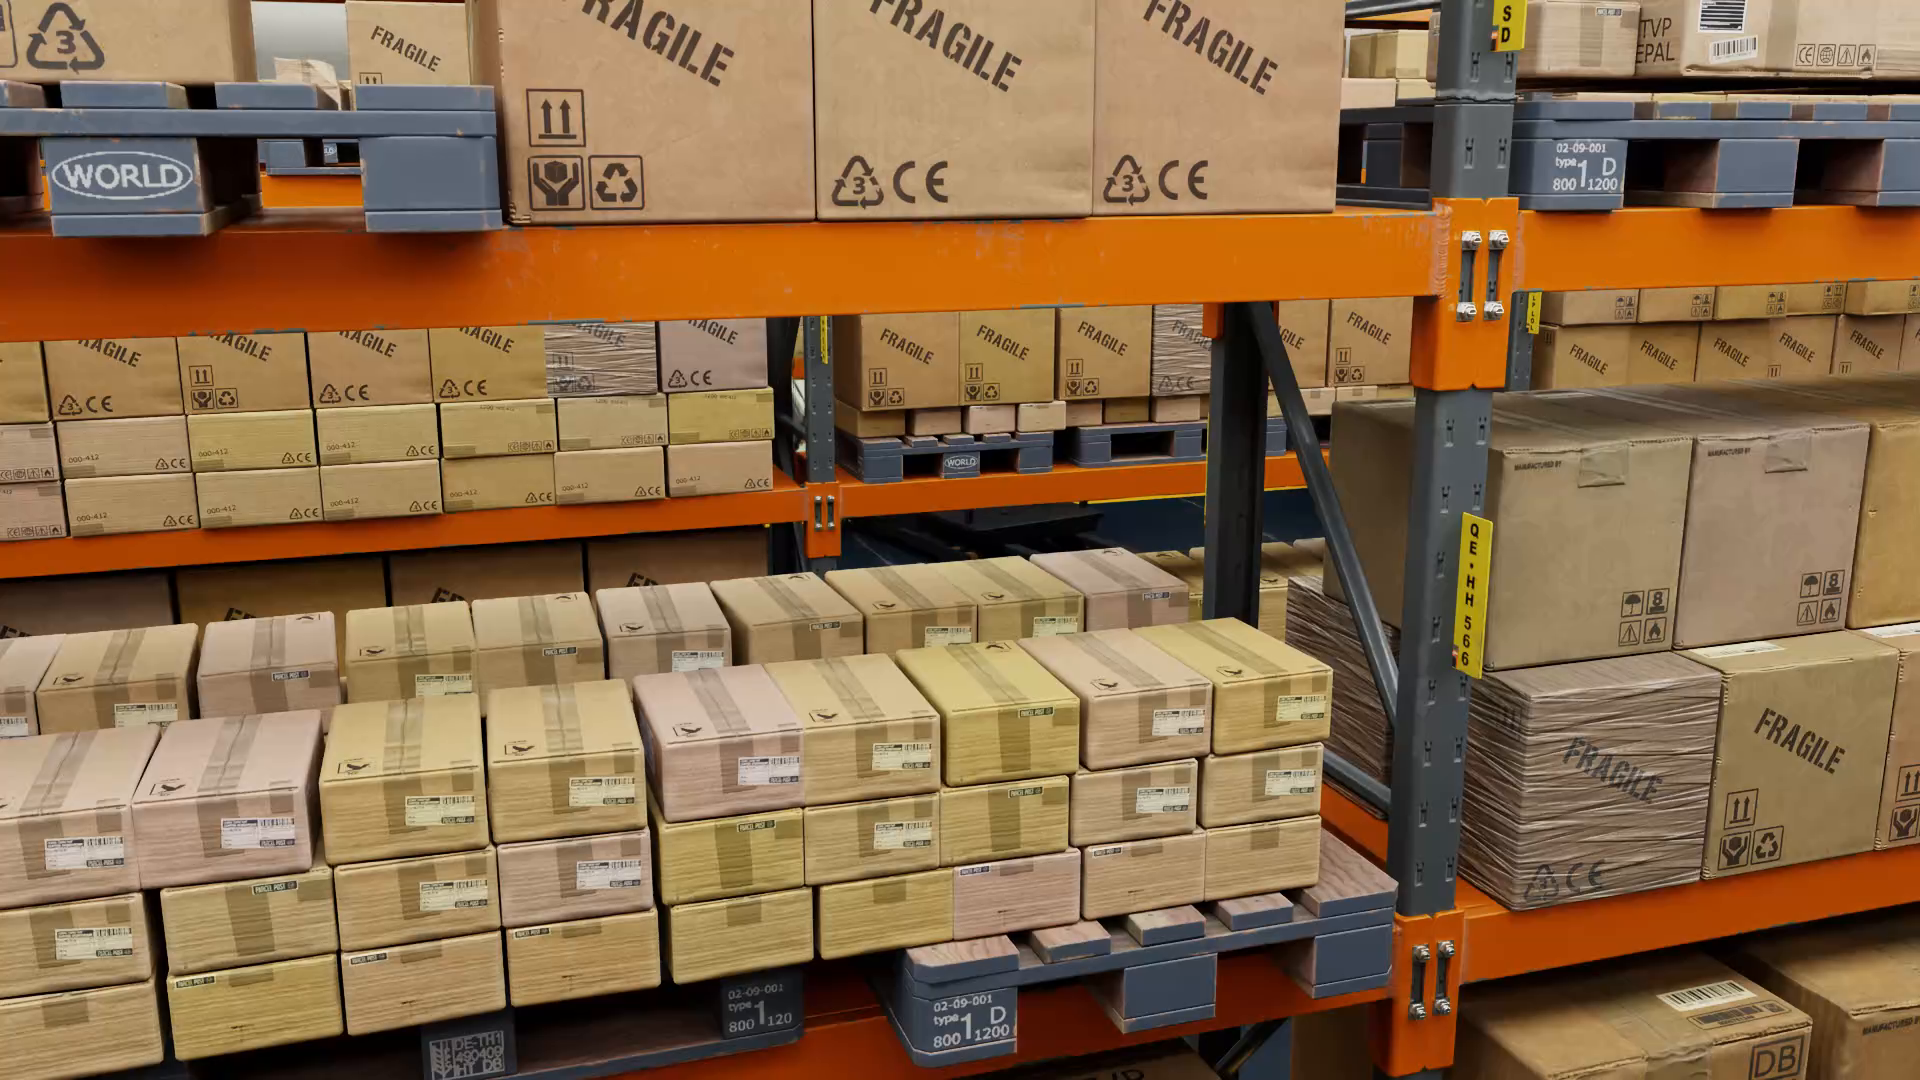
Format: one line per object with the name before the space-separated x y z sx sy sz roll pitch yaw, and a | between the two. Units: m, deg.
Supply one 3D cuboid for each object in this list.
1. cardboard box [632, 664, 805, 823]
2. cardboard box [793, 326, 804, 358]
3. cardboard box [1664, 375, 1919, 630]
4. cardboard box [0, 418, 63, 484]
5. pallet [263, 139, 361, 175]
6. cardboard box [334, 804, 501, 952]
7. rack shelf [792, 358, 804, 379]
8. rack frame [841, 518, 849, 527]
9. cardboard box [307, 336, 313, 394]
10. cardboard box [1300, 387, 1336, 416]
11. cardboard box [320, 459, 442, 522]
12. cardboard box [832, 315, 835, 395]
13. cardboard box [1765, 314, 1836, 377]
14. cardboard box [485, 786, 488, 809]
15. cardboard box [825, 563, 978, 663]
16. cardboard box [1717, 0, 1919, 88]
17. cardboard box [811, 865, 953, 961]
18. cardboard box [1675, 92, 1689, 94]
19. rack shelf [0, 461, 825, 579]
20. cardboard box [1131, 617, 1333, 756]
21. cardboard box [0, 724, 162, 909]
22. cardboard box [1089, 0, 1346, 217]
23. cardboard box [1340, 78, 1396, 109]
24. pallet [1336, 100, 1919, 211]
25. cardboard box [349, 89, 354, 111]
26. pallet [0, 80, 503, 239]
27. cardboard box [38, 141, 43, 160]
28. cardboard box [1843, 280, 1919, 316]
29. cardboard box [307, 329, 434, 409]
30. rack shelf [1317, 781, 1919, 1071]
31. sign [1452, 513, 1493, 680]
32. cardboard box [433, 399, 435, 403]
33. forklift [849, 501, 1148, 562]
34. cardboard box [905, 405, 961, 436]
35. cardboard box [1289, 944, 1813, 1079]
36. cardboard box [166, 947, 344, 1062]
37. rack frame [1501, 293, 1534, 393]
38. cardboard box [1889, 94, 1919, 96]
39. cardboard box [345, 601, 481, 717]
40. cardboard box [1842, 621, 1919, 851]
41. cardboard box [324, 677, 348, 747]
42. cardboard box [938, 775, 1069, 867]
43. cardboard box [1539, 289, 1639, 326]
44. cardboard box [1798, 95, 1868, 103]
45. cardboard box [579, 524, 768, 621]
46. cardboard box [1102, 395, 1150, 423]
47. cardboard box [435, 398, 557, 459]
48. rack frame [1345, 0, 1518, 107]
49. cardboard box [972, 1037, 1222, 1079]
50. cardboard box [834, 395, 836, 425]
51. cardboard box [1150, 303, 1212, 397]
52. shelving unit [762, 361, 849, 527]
cardboard box | -0.438 0.359 3.003 0.250 0.149 0.380 -4 14 -18
cardboard box | -1.435 -1.590 13.168 0.500 0.250 0.500 -5 14 -19
cardboard box | 2.242 -0.123 4.301 0.500 0.500 0.700 -5 14 -19
cardboard box | -4.109 -0.405 7.107 0.500 0.250 0.500 -5 14 -20
pallet | -2.477 -1.784 7.588 1.213 0.211 1.003 -4 14 -15
cardboard box | -0.940 0.543 2.869 0.250 0.149 0.380 -5 14 -19
rack shelf | -0.516 -1.445 13.791 4.000 0.370 1.077 -4 14 -18
rack frame | -0.734 -0.731 12.532 0.023 1.500 0.400 -9 55 -32
cardboard box | -3.298 -0.960 7.820 0.500 0.500 0.500 -4 14 -16
cardboard box | 1.838 -0.776 9.058 0.250 0.149 0.380 -4 14 -18
cardboard box | -2.658 -0.273 7.634 0.500 0.250 0.500 -5 14 -19
cardboard box | -0.483 -1.051 8.815 0.500 0.500 0.500 -5 14 -20
cardboard box | 4.893 -1.137 10.083 0.500 0.500 0.500 -4 14 -17
cardboard box | -1.142 0.543 3.514 0.250 0.149 0.380 -5 14 -20
cardboard box | -0.138 0.177 3.768 0.250 0.149 0.380 -5 14 -18
cardboard box | 2.080 -1.162 3.766 0.500 0.250 0.500 -4 14 -17
cardboard box | -0.189 0.629 3.153 0.250 0.149 0.380 -5 14 -19
cardboard box | 3.859 -2.574 9.320 0.250 0.149 0.380 -5 14 -20
rack shelf | -2.721 -0.062 7.974 4.000 0.370 1.077 -4 14 -18
cardboard box | 0.531 0.284 3.316 0.250 0.149 0.380 -5 14 -20
cardboard box | -1.436 0.437 2.672 0.250 0.149 0.380 -5 14 -19
cardboard box | 0.389 -0.891 3.209 0.500 0.500 0.500 -4 14 -18
cardboard box | 1.977 -2.334 8.907 0.500 0.250 0.500 -4 14 -17
pallet | 1.443 -0.908 3.902 1.003 0.211 1.213 -4 14 -15
cardboard box | -2.872 -1.986 7.627 0.250 0.166 0.380 -3 14 -13
pallet | -1.341 -0.653 2.830 1.003 0.211 1.213 -4 14 -18
cardboard box | -6.616 -2.729 11.695 0.250 0.149 0.380 -4 14 -18
cardboard box | 5.410 -1.648 10.069 0.500 0.500 0.700 -5 14 -19
cardboard box | -2.670 -0.888 7.518 0.500 0.500 0.500 -5 14 -19
rack shelf | 2.745 0.721 4.683 4.000 0.370 1.077 -4 14 -18
sign | 1.031 0.113 3.357 0.005 0.325 0.100 -4 14 -18
cardboard box | -2.351 -0.674 8.239 0.500 0.250 0.500 -5 14 -18
forklift | 0.336 -1.304 11.790 1.130 2.935 3.031 -8 16 -32
cardboard box | -0.179 -0.638 8.478 0.250 0.149 0.380 -5 14 -22
cardboard box | 1.455 1.384 4.297 0.750 0.750 1.050 -5 14 -19
cardboard box | -1.186 0.706 2.826 0.250 0.149 0.380 -5 14 -19
rack frame | 2.966 -0.854 9.753 0.127 3.000 1.000 -4 14 -18
cardboard box | 5.547 -2.728 9.965 0.250 0.149 0.380 -4 14 -18
cardboard box | -1.133 0.254 3.443 0.250 0.149 0.380 -5 14 -19
cardboard box | 2.320 0.421 4.174 0.500 0.500 0.500 -4 14 -18
cardboard box | -1.379 0.417 3.402 0.250 0.149 0.380 -4 14 -18
cardboard box | 0.025 0.469 3.183 0.250 0.149 0.380 -4 14 -17
cardboard box | 3.452 -1.519 9.528 0.500 0.500 0.700 -5 14 -19
cardboard box | 4.913 -2.470 9.743 0.500 0.250 0.500 -4 14 -18
cardboard box | -1.506 0.303 8.571 0.875 0.875 0.875 -5 14 -19
cardboard box | 0.821 -0.728 8.857 0.250 0.149 0.380 -4 14 -16
cardboard box | -2.167 -0.557 7.746 0.500 0.250 0.500 -5 14 -20
rack frame | 0.849 -2.400 3.285 0.127 3.000 1.000 -4 14 -18
cardboard box | 0.285 1.274 3.679 0.500 0.250 0.500 -5 14 -19
cardboard box | -0.590 -0.717 8.811 0.250 0.149 0.380 -4 14 -16
cardboard box | 1.144 -1.055 8.830 0.500 0.500 0.500 -5 14 -20
shelving unit | -1.041 -0.683 12.339 0.755 1.500 0.431 -9 55 -32
